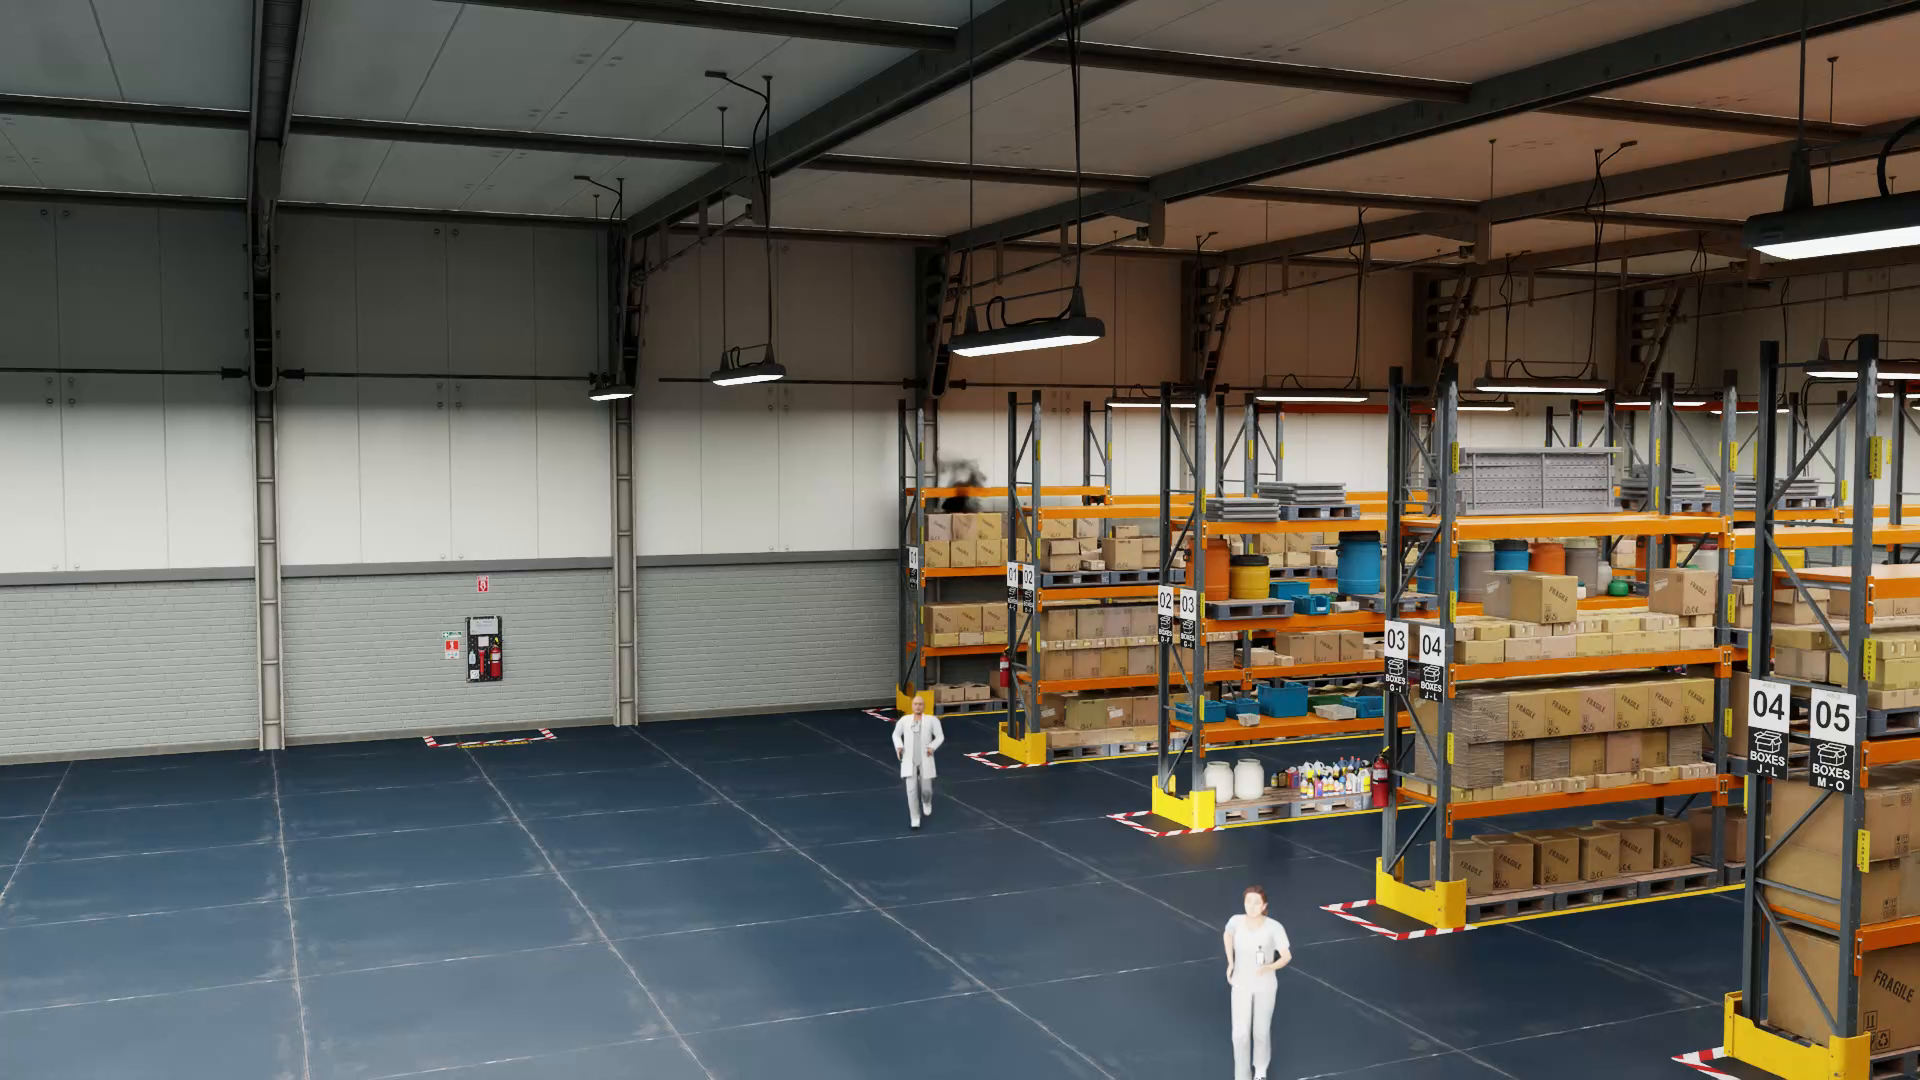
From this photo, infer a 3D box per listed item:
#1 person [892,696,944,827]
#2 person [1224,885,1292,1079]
[{"bbox_3d":[-0.574,2.978,22.504,0.712,1.730,0.754,0,3,3],"label":"person"},{"bbox_3d":[2.342,3.561,13.139,0.554,1.714,0.777,1,3,16],"label":"person"}]
